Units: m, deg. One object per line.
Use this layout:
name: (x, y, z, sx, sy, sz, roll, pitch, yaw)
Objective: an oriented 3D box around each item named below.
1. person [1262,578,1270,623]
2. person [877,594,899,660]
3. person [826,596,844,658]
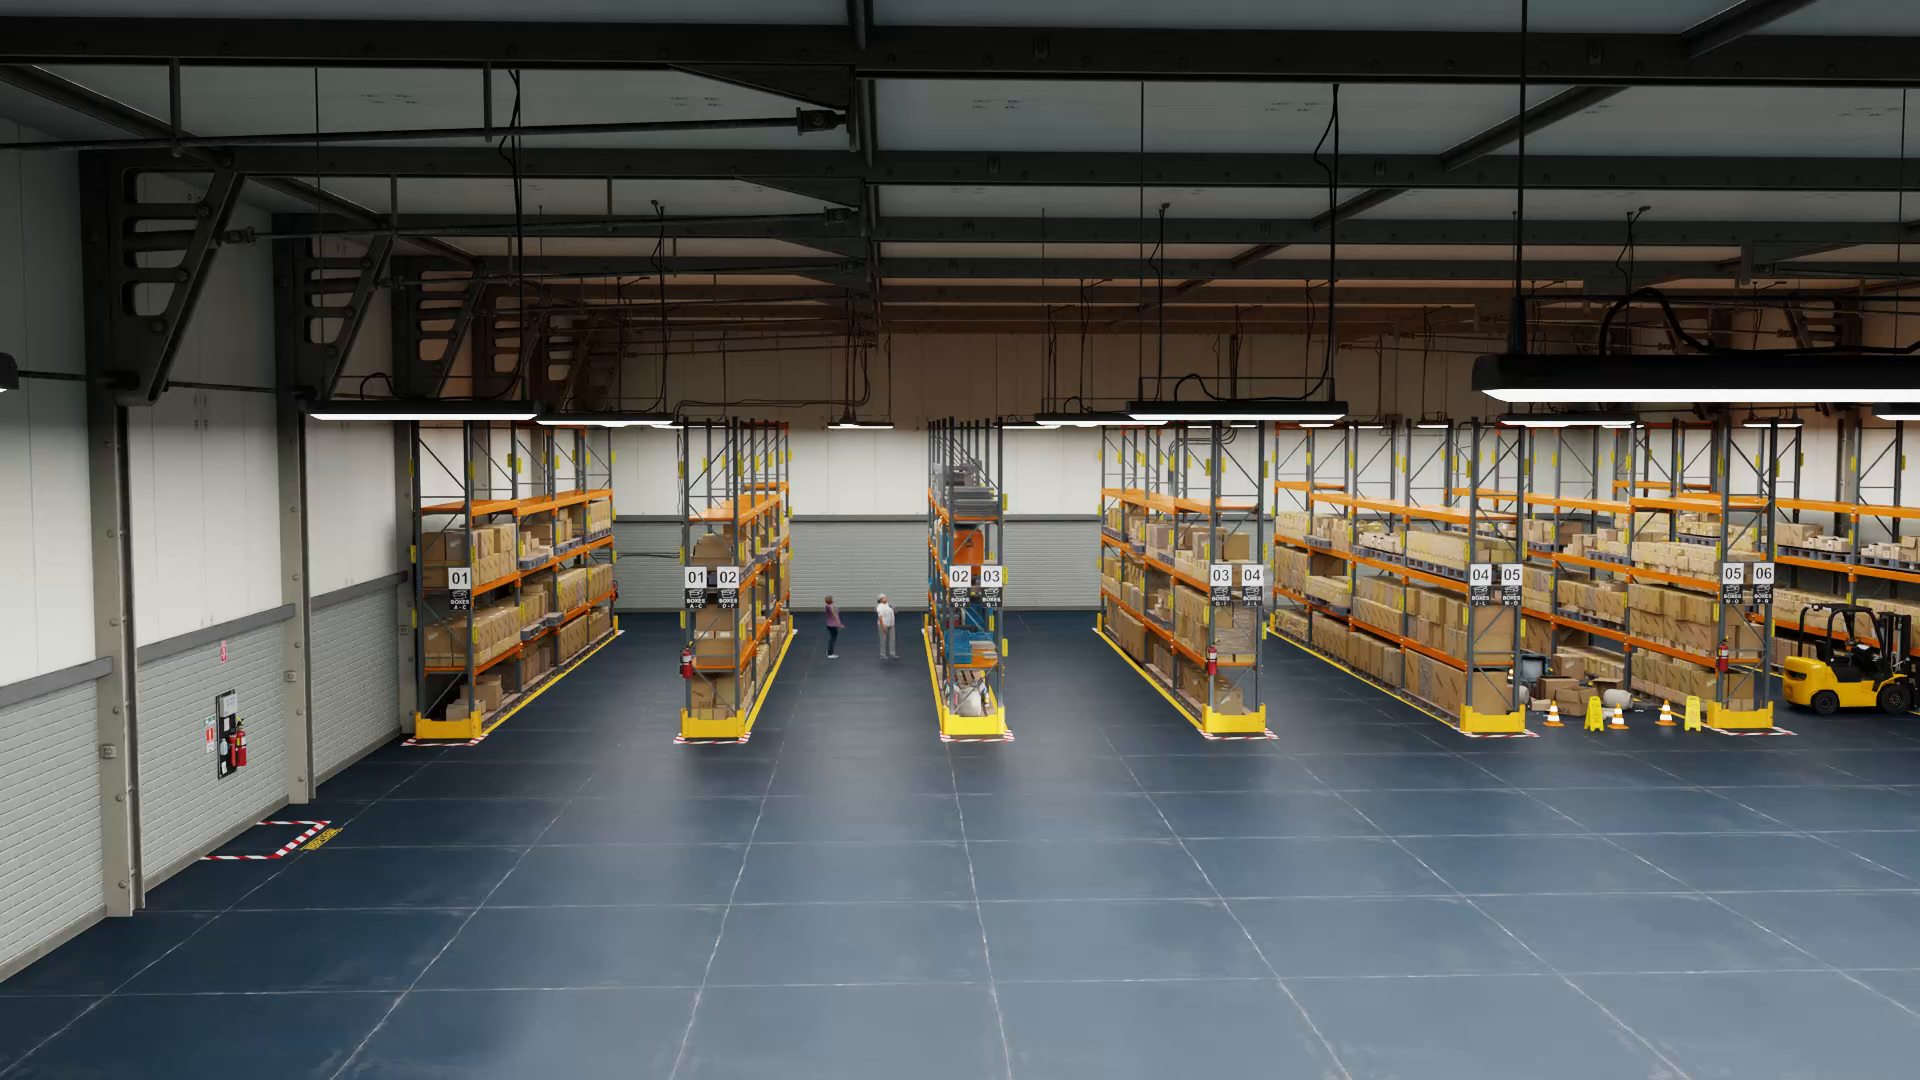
person: (8.722, 1.657, 48.860, 1.024, 1.744, 0.569, -3, 5, -35)
person: (-1.841, 2.177, 41.814, 0.559, 1.647, 0.428, -3, 5, -42)
person: (-3.166, 2.198, 41.849, 0.487, 1.612, 0.467, 3, 5, 42)
